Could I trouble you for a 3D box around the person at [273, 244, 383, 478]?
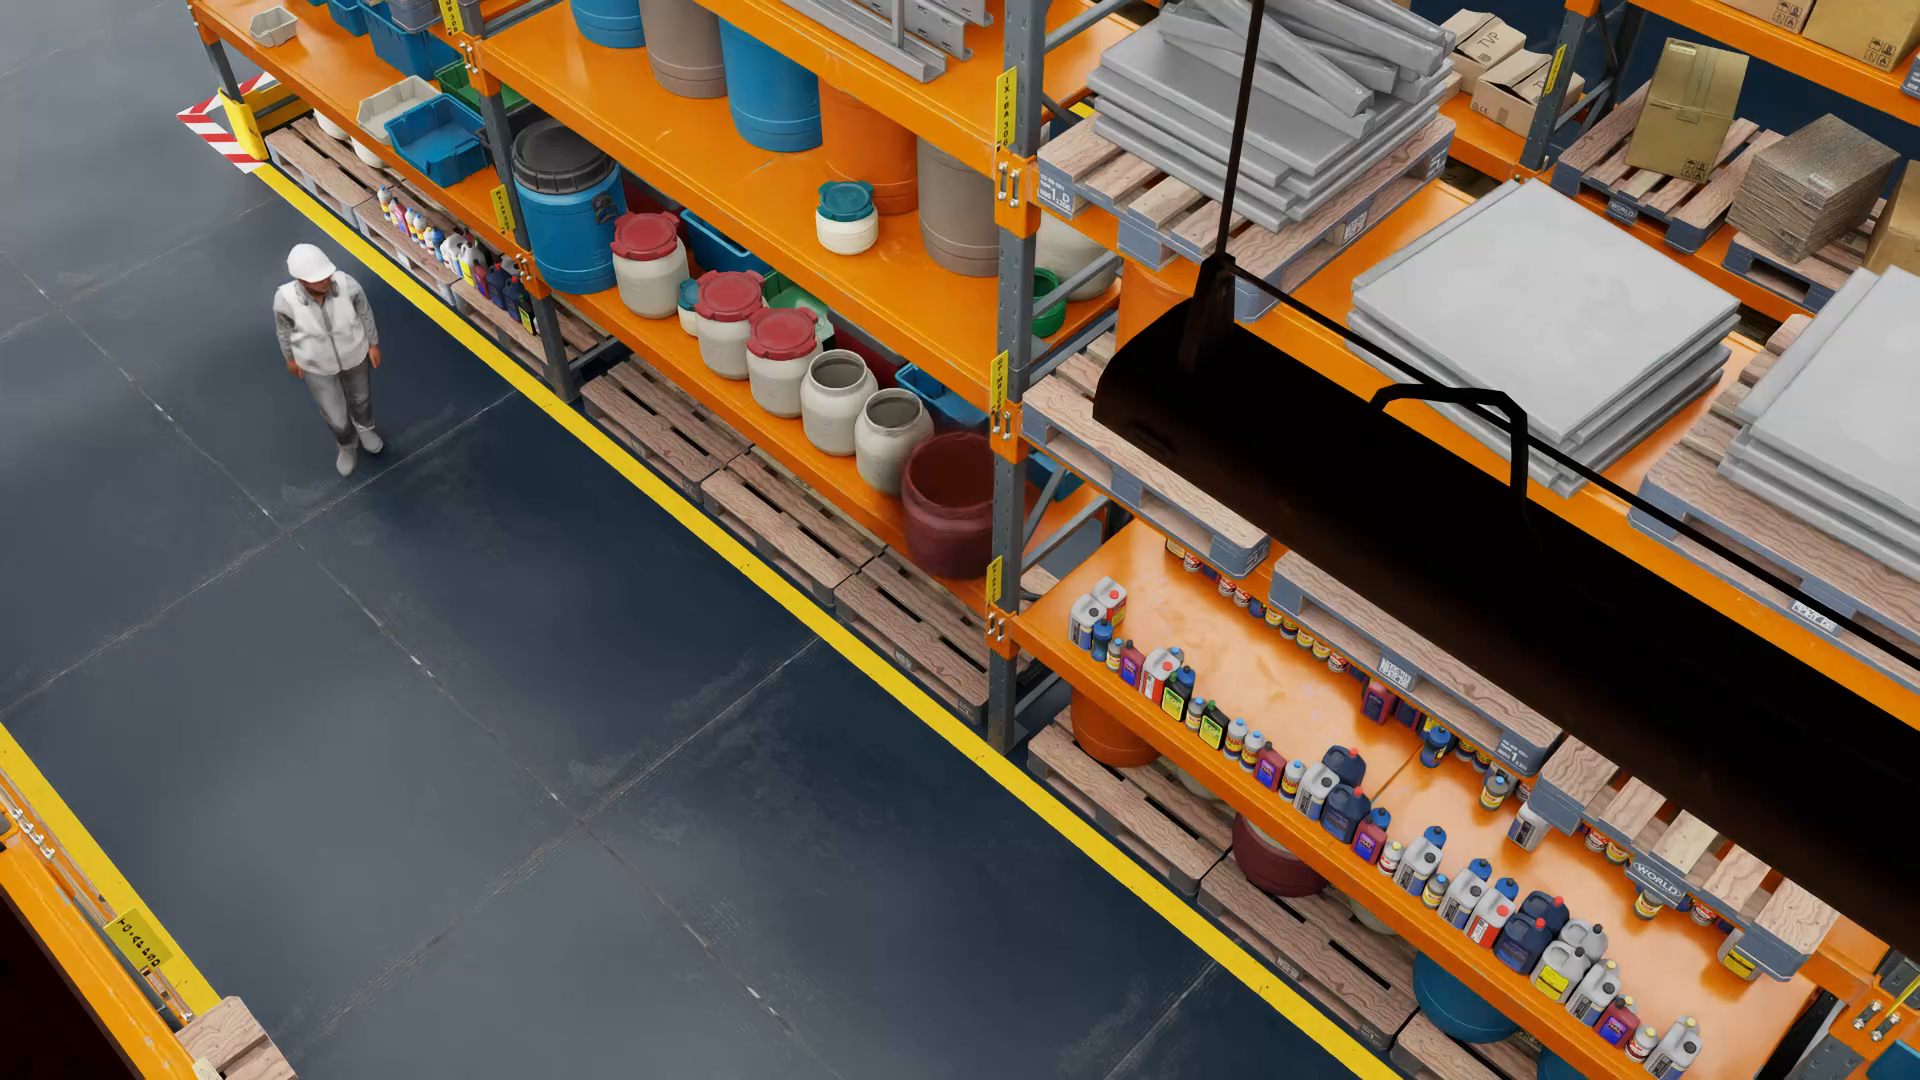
[{"bbox_3d":[-3.825,-1.143,10.187,0.574,1.763,0.541,-26,55,-20],"label":"person"}]
